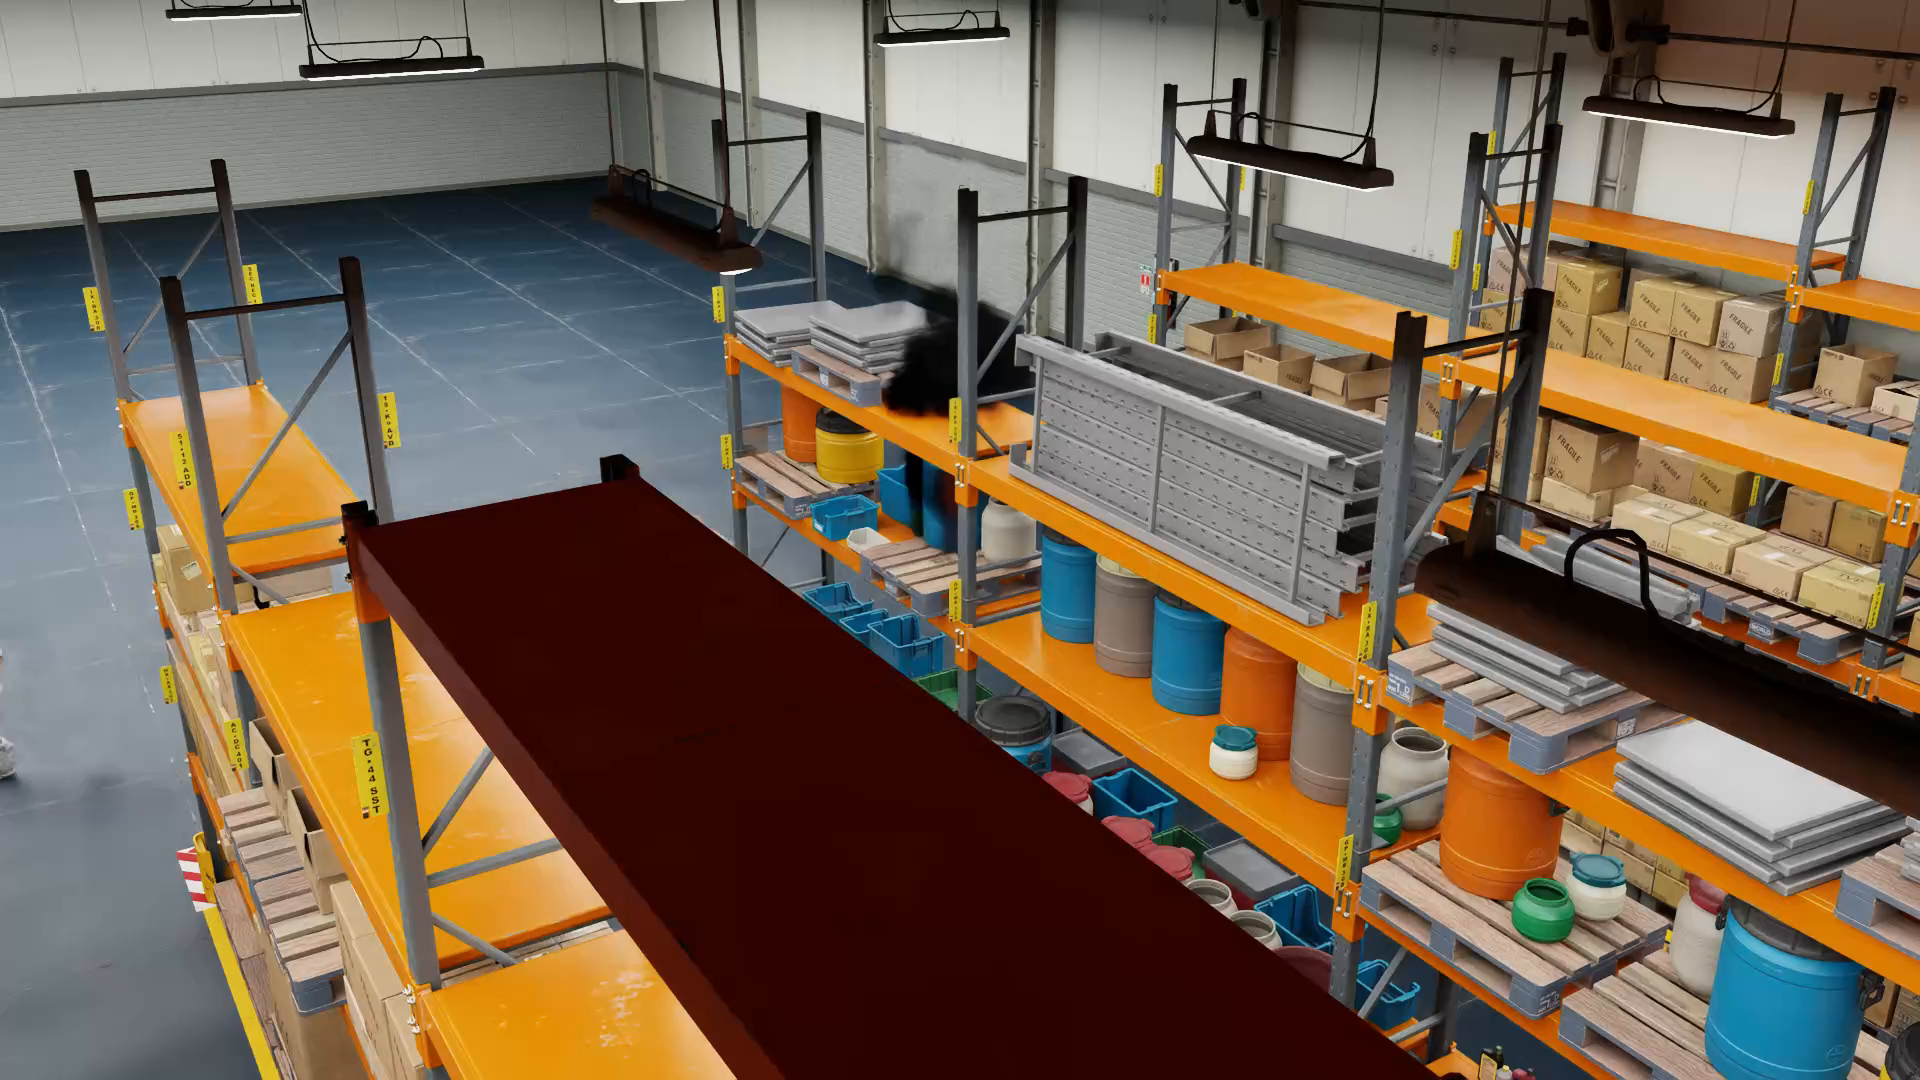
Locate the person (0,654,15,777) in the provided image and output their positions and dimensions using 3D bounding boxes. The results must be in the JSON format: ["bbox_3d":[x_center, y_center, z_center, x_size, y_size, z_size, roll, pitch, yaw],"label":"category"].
[{"bbox_3d":[-9.271,1.484,15.505,0.592,1.621,0.586,2,22,6],"label":"person"}]
